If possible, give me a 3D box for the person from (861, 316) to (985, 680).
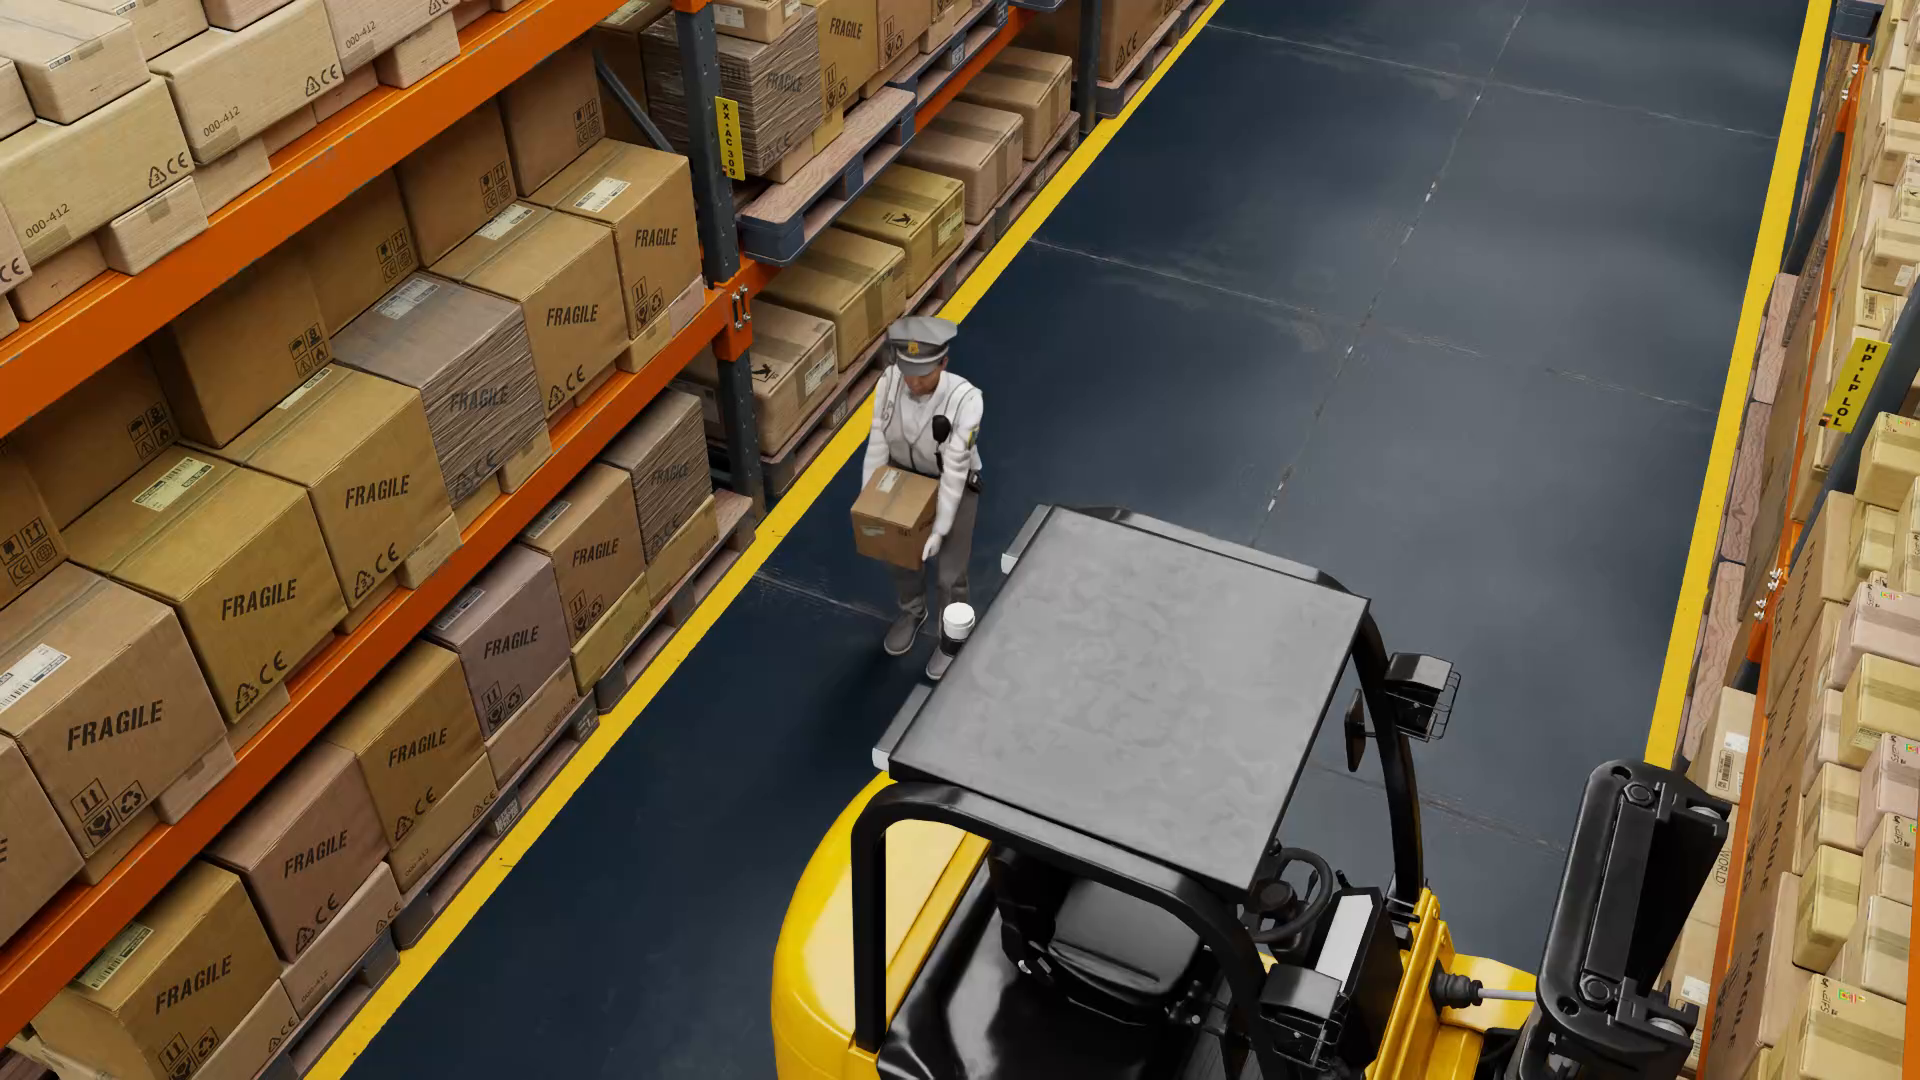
[{"bbox_3d":[-0.135,-0.139,6.365,0.416,1.663,0.543,17,45,18],"label":"person"}]
